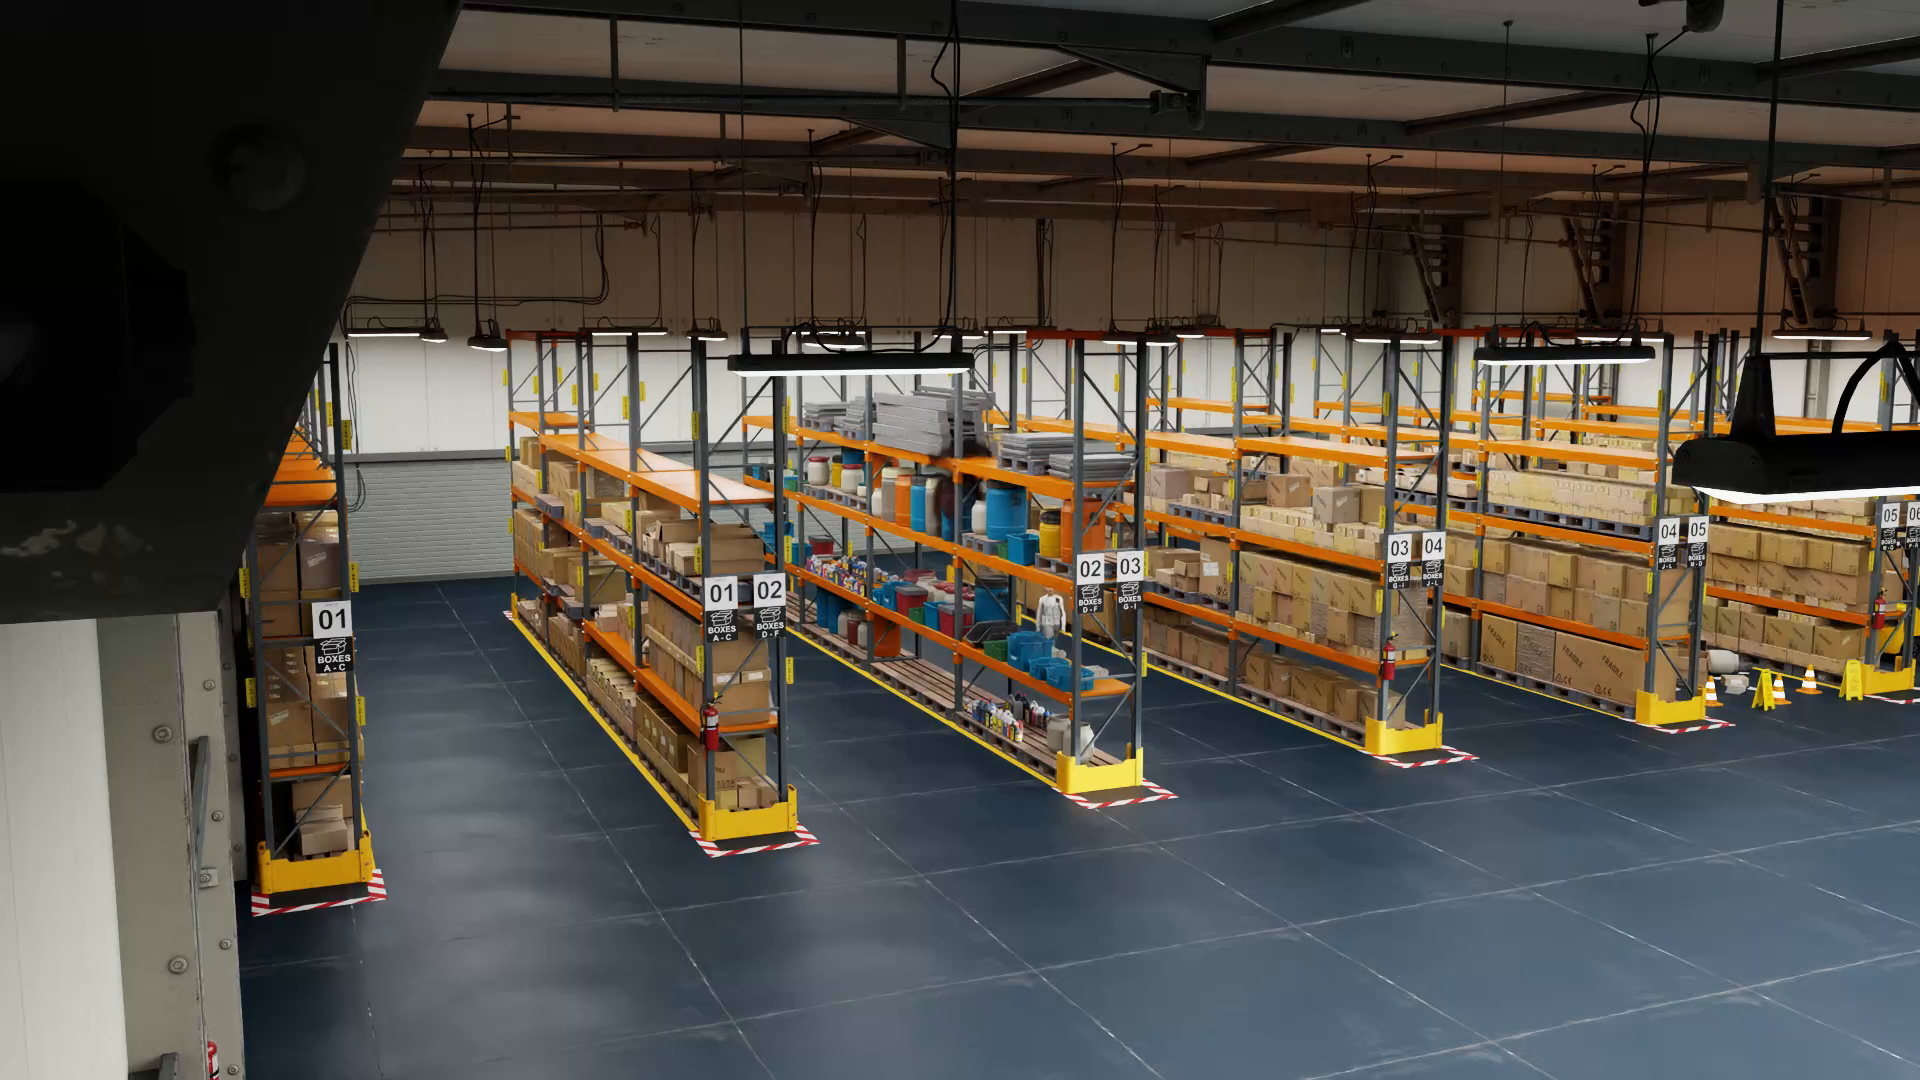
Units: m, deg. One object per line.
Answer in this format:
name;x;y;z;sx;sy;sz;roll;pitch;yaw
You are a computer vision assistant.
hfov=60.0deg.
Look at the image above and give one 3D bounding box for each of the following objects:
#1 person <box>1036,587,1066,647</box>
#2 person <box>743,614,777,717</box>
person;1.638;1.482;29.377;0.455;1.580;0.527;-4;9;-28
person;-3.143;1.918;25.880;0.739;1.761;0.666;-6;10;-36
